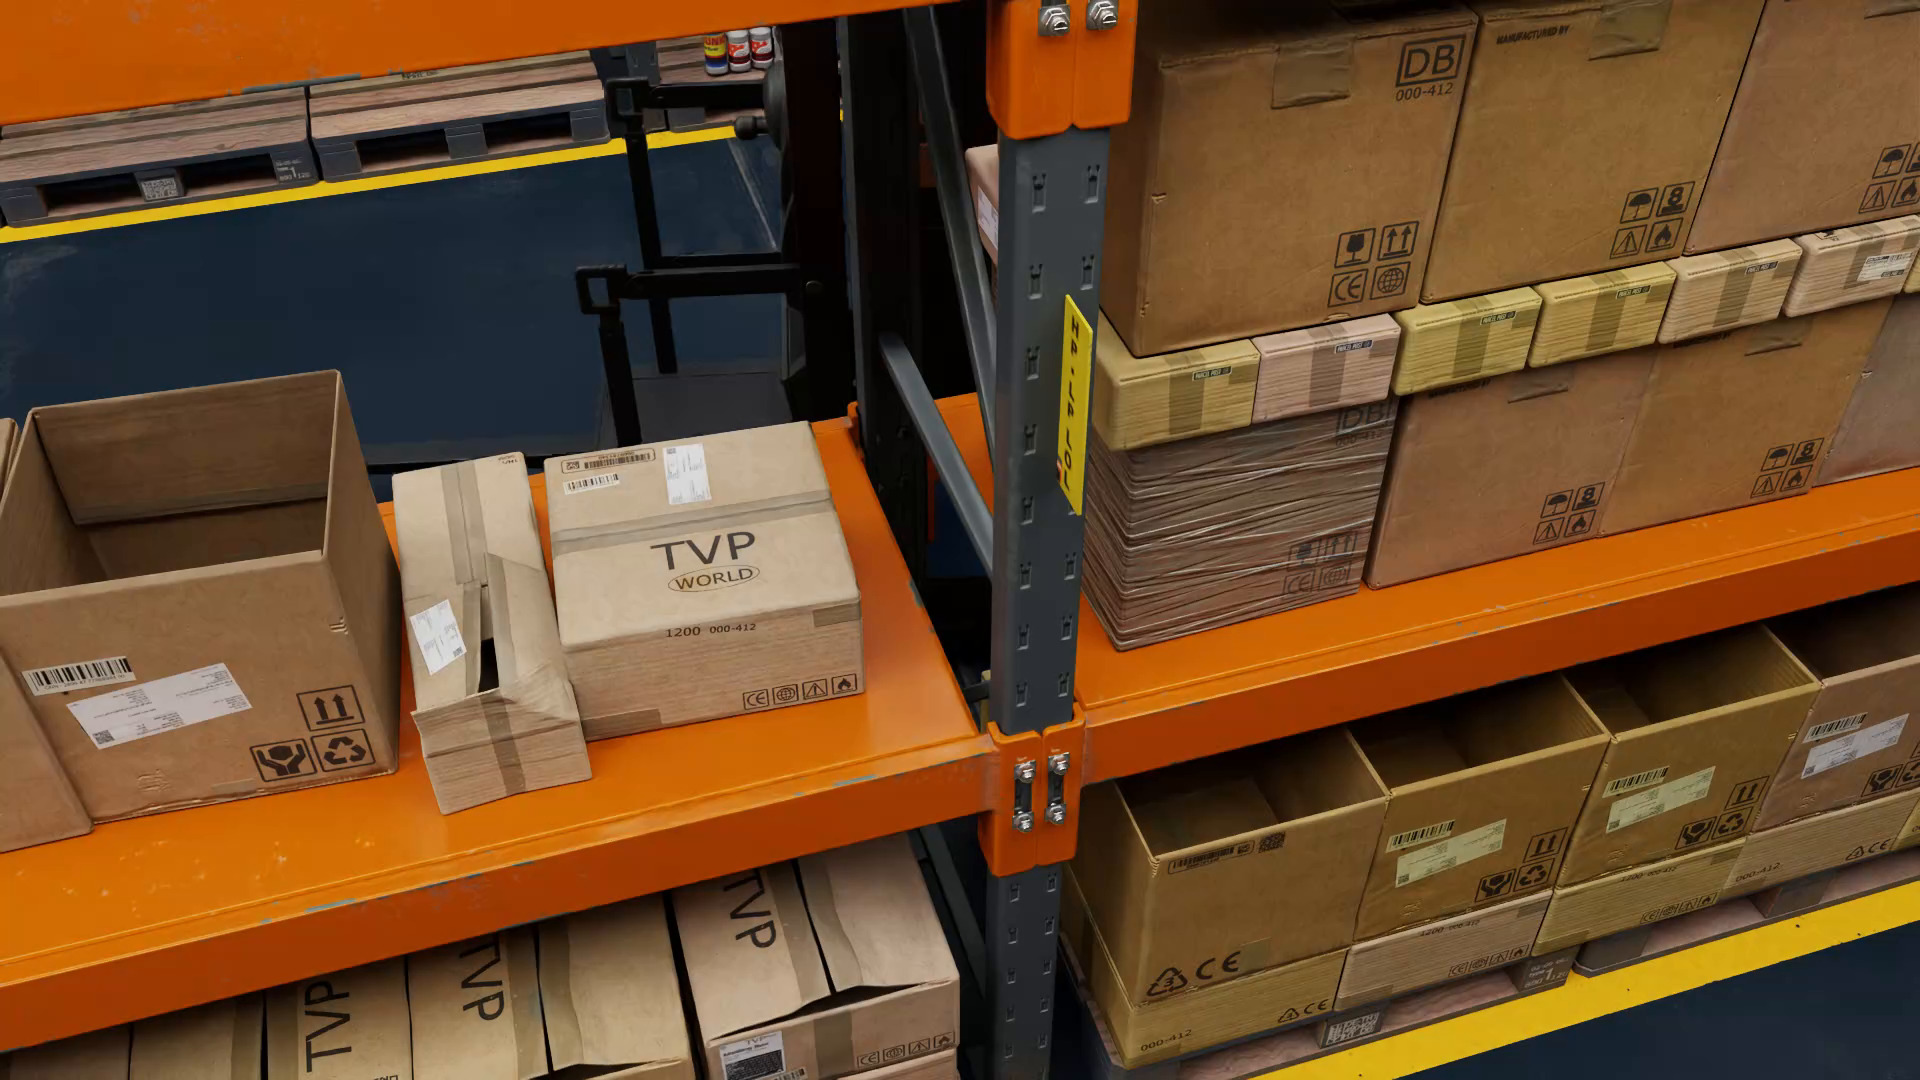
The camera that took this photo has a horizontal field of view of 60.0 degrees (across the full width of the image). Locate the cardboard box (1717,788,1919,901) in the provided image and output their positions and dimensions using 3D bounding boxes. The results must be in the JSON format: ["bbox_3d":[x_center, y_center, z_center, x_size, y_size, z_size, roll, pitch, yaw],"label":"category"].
[{"bbox_3d":[1.954,0.562,4.098,0.500,0.250,0.500,-12,42,-13],"label":"cardboard box"}]

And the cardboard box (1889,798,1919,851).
[{"bbox_3d":[2.431,0.464,4.210,0.500,0.250,0.500,-12,42,-13],"label":"cardboard box"}]

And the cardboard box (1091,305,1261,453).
[{"bbox_3d":[0.303,-0.334,2.783,0.250,0.149,0.380,-12,43,-13],"label":"cardboard box"}]

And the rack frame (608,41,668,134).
[{"bbox_3d":[-1.496,-3.230,6.667,0.127,3.000,1.000,-12,42,-13],"label":"rack frame"}]

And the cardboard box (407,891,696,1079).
[{"bbox_3d":[-0.806,0.912,3.270,0.500,0.311,0.500,-11,42,-12],"label":"cardboard box"}]

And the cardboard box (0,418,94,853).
[{"bbox_3d":[-1.729,0.187,2.681,0.500,0.500,0.500,-12,42,-13],"label":"cardboard box"}]

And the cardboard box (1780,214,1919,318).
[{"bbox_3d":[1.531,-0.591,3.078,0.250,0.149,0.380,-13,43,-14],"label":"cardboard box"}]

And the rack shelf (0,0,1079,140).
[{"bbox_3d":[-1.919,-0.584,1.905,4.000,0.370,1.077,-12,42,-13],"label":"rack shelf"}]

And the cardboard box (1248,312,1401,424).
[{"bbox_3d":[0.542,-0.384,2.840,0.250,0.149,0.380,-11,42,-12],"label":"cardboard box"}]

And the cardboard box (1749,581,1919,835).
[{"bbox_3d":[1.955,0.282,3.849,0.500,0.500,0.500,-12,42,-13],"label":"cardboard box"}]

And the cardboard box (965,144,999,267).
[{"bbox_3d":[0.183,-0.591,3.077,0.250,0.149,0.380,-12,42,-13],"label":"cardboard box"}]

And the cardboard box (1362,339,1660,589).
[{"bbox_3d":[0.911,-0.358,3.304,0.500,0.500,0.700,-12,43,-14],"label":"cardboard box"}]

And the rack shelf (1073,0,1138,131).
[{"bbox_3d":[1.896,-1.374,2.810,4.000,0.370,1.077,-12,42,-13],"label":"rack shelf"}]

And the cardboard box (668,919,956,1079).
[{"bbox_3d":[-0.320,1.021,3.572,0.500,0.250,0.500,-12,43,-13],"label":"cardboard box"}]

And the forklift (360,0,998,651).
[{"bbox_3d":[-0.627,-1.067,4.243,3.031,2.935,1.130,-3,41,-4],"label":"forklift"}]

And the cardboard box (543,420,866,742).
[{"bbox_3d":[-0.468,0.061,3.015,0.500,0.250,0.500,-9,42,-10],"label":"cardboard box"}]

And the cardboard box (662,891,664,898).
[{"bbox_3d":[-0.960,0.567,3.666,0.500,0.311,0.500,-12,43,-14],"label":"cardboard box"}]

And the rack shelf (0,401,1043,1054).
[{"bbox_3d":[-1.919,0.546,2.892,4.000,0.370,1.077,-12,42,-13],"label":"rack shelf"}]

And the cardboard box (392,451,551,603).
[{"bbox_3d":[-0.918,0.021,3.137,0.250,0.149,0.380,-12,42,-13],"label":"cardboard box"}]

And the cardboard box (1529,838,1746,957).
[{"bbox_3d":[1.478,0.664,3.980,0.500,0.250,0.500,-12,42,-13],"label":"cardboard box"}]

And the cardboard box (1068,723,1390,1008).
[{"bbox_3d":[0.525,0.579,3.508,0.500,0.500,0.500,-12,42,-13],"label":"cardboard box"}]

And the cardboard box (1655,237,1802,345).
[{"bbox_3d":[1.277,-0.537,3.015,0.250,0.149,0.380,-13,43,-14],"label":"cardboard box"}]

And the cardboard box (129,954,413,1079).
[{"bbox_3d":[-1.283,1.010,3.159,0.500,0.311,0.500,-12,43,-13],"label":"cardboard box"}]

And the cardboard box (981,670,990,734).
[{"bbox_3d":[0.365,0.528,4.136,0.500,0.250,0.500,-12,42,-13],"label":"cardboard box"}]

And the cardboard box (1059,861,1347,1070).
[{"bbox_3d":[0.522,0.856,3.762,0.500,0.250,0.500,-12,42,-13],"label":"cardboard box"}]

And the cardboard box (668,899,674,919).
[{"bbox_3d":[-0.471,0.681,3.961,0.500,0.250,0.500,-13,43,-14],"label":"cardboard box"}]

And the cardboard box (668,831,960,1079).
[{"bbox_3d":[-0.312,0.806,3.392,0.500,0.311,0.500,-12,42,-13],"label":"cardboard box"}]

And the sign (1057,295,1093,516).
[{"bbox_3d":[0.160,-0.188,2.365,0.005,0.325,0.100,-12,42,-13],"label":"sign"}]

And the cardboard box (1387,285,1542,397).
[{"bbox_3d":[0.788,-0.436,2.900,0.250,0.149,0.380,-13,43,-14],"label":"cardboard box"}]

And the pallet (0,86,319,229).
[{"bbox_3d":[-3.399,-1.756,7.100,1.213,0.211,1.003,-12,42,-13],"label":"pallet"}]

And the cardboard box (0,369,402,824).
[{"bbox_3d":[-1.252,0.088,2.794,0.500,0.500,0.500,-9,42,-10],"label":"cardboard box"}]

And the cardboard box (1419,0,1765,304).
[{"bbox_3d":[0.891,-0.839,2.868,0.500,0.500,0.700,-12,43,-13],"label":"cardboard box"}]

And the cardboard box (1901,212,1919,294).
[{"bbox_3d":[1.779,-0.642,3.136,0.250,0.149,0.380,-12,43,-13],"label":"cardboard box"}]

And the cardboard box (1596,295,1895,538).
[{"bbox_3d":[1.390,-0.455,3.415,0.500,0.500,0.700,-11,42,-12],"label":"cardboard box"}]

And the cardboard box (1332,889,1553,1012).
[{"bbox_3d":[1.000,0.760,3.871,0.500,0.250,0.500,-12,42,-13],"label":"cardboard box"}]

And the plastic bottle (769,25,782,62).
[{"bbox_3d":[-0.760,-2.239,7.268,0.135,0.276,0.152,-10,42,-12],"label":"plastic bottle"}]

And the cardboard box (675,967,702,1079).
[{"bbox_3d":[-0.803,1.120,3.459,0.500,0.250,0.500,-12,43,-14],"label":"cardboard box"}]

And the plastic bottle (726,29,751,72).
[{"bbox_3d":[-0.964,-2.149,7.223,0.097,0.201,0.097,0,41,0],"label":"plastic bottle"}]

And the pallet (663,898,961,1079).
[{"bbox_3d":[-0.703,1.100,3.831,1.213,0.211,1.003,-12,42,-13],"label":"pallet"}]

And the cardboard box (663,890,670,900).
[{"bbox_3d":[-0.481,0.471,3.775,0.500,0.311,0.500,-12,42,-13],"label":"cardboard box"}]

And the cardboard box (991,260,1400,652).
[{"bbox_3d":[0.410,-0.250,3.180,0.500,0.500,0.700,-13,43,-14],"label":"cardboard box"}]

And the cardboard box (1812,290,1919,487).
[{"bbox_3d":[1.879,-0.557,3.531,0.500,0.500,0.700,-11,42,-12],"label":"cardboard box"}]

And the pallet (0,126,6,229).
[{"bbox_3d":[-4.561,-1.518,6.827,1.213,0.211,1.003,-12,42,-13],"label":"pallet"}]

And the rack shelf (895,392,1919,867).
[{"bbox_3d":[1.896,-0.245,3.797,4.000,0.370,1.077,-12,42,-13],"label":"rack shelf"}]

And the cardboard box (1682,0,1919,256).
[{"bbox_3d":[1.369,-0.937,2.981,0.500,0.500,0.700,-12,42,-13],"label":"cardboard box"}]

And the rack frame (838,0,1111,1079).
[{"bbox_3d":[-0.012,-0.120,3.108,0.127,3.000,1.000,-12,42,-13],"label":"rack frame"}]

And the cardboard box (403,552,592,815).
[{"bbox_3d":[-0.795,0.219,2.821,0.258,0.266,0.396,-13,43,-14],"label":"cardboard box"}]

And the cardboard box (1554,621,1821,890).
[{"bbox_3d":[1.478,0.382,3.734,0.500,0.500,0.500,-12,42,-13],"label":"cardboard box"}]

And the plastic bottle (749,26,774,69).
[{"bbox_3d":[-0.867,-2.170,7.246,0.097,0.201,0.097,0,41,0],"label":"plastic bottle"}]

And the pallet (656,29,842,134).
[{"bbox_3d":[-0.843,-2.286,7.706,1.213,0.211,1.003,-12,42,-13],"label":"pallet"}]

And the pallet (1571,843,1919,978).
[{"bbox_3d":[1.925,0.555,4.454,1.213,0.211,1.003,-12,42,-13],"label":"pallet"}]

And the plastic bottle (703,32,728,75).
[{"bbox_3d":[-1.061,-2.156,7.177,0.097,0.271,0.097,0,41,0],"label":"plastic bottle"}]

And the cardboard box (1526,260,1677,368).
[{"bbox_3d":[1.037,-0.488,2.960,0.250,0.149,0.380,-12,43,-13],"label":"cardboard box"}]

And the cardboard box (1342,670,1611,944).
[{"bbox_3d":[0.999,0.476,3.626,0.500,0.500,0.500,-12,42,-13],"label":"cardboard box"}]

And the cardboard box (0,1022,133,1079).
[{"bbox_3d":[-1.764,1.107,3.048,0.500,0.311,0.500,-12,43,-14],"label":"cardboard box"}]

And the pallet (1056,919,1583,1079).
[{"bbox_3d":[0.759,0.799,4.175,1.213,0.211,1.003,-12,42,-13],"label":"pallet"}]

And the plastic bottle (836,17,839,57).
[{"bbox_3d":[-0.602,-2.297,7.278,0.185,0.351,0.144,-11,42,-12],"label":"plastic bottle"}]

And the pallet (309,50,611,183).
[{"bbox_3d":[-2.234,-2.000,7.379,1.213,0.211,1.003,-12,42,-13],"label":"pallet"}]

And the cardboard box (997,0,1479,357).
[{"bbox_3d":[0.410,-0.738,2.753,0.500,0.500,0.700,-12,42,-13],"label":"cardboard box"}]
